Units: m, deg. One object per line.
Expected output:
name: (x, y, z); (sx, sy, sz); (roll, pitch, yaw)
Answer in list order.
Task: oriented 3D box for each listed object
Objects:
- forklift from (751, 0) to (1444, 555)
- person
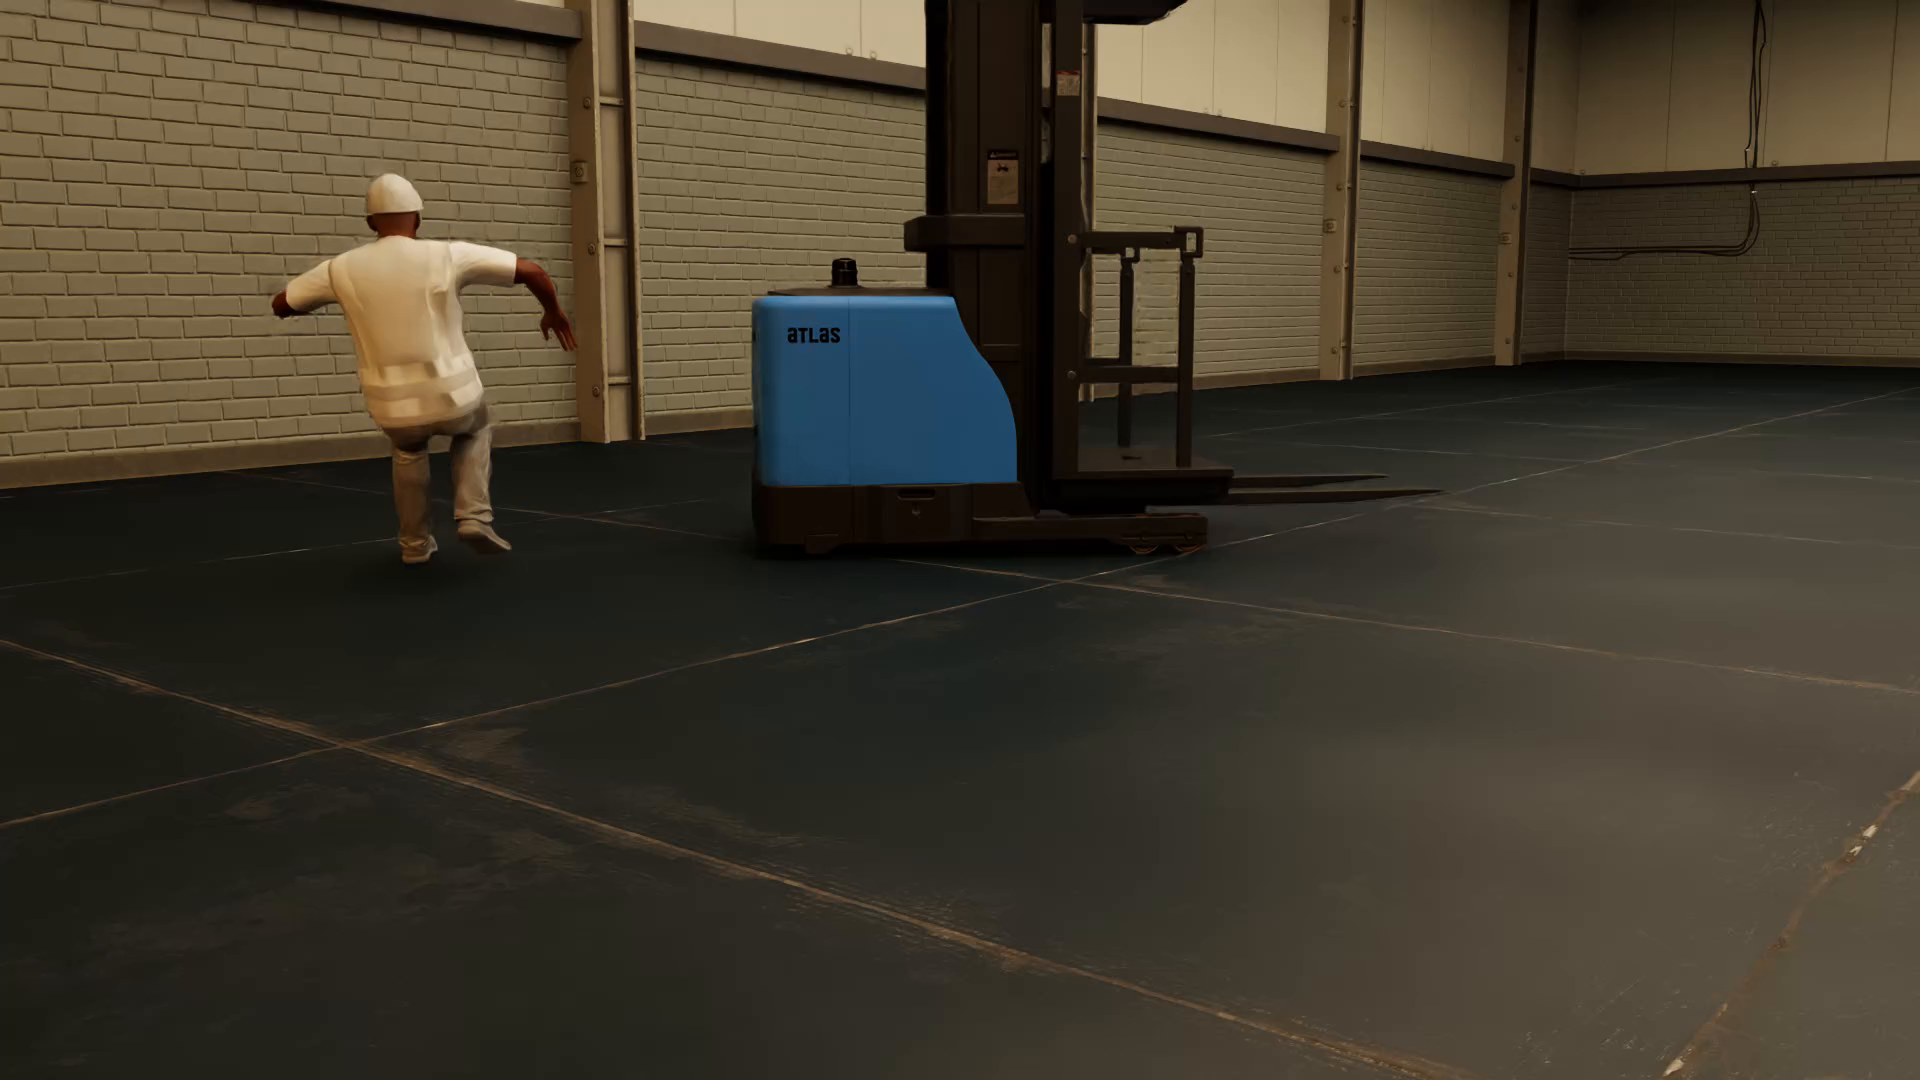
forklift: (0.603, -1.465, 7.294); (3.031, 2.935, 1.130); (-1, 8, -9)
person: (-2.079, -0.641, 6.539); (1.125, 1.533, 0.873); (-2, 9, -15)
